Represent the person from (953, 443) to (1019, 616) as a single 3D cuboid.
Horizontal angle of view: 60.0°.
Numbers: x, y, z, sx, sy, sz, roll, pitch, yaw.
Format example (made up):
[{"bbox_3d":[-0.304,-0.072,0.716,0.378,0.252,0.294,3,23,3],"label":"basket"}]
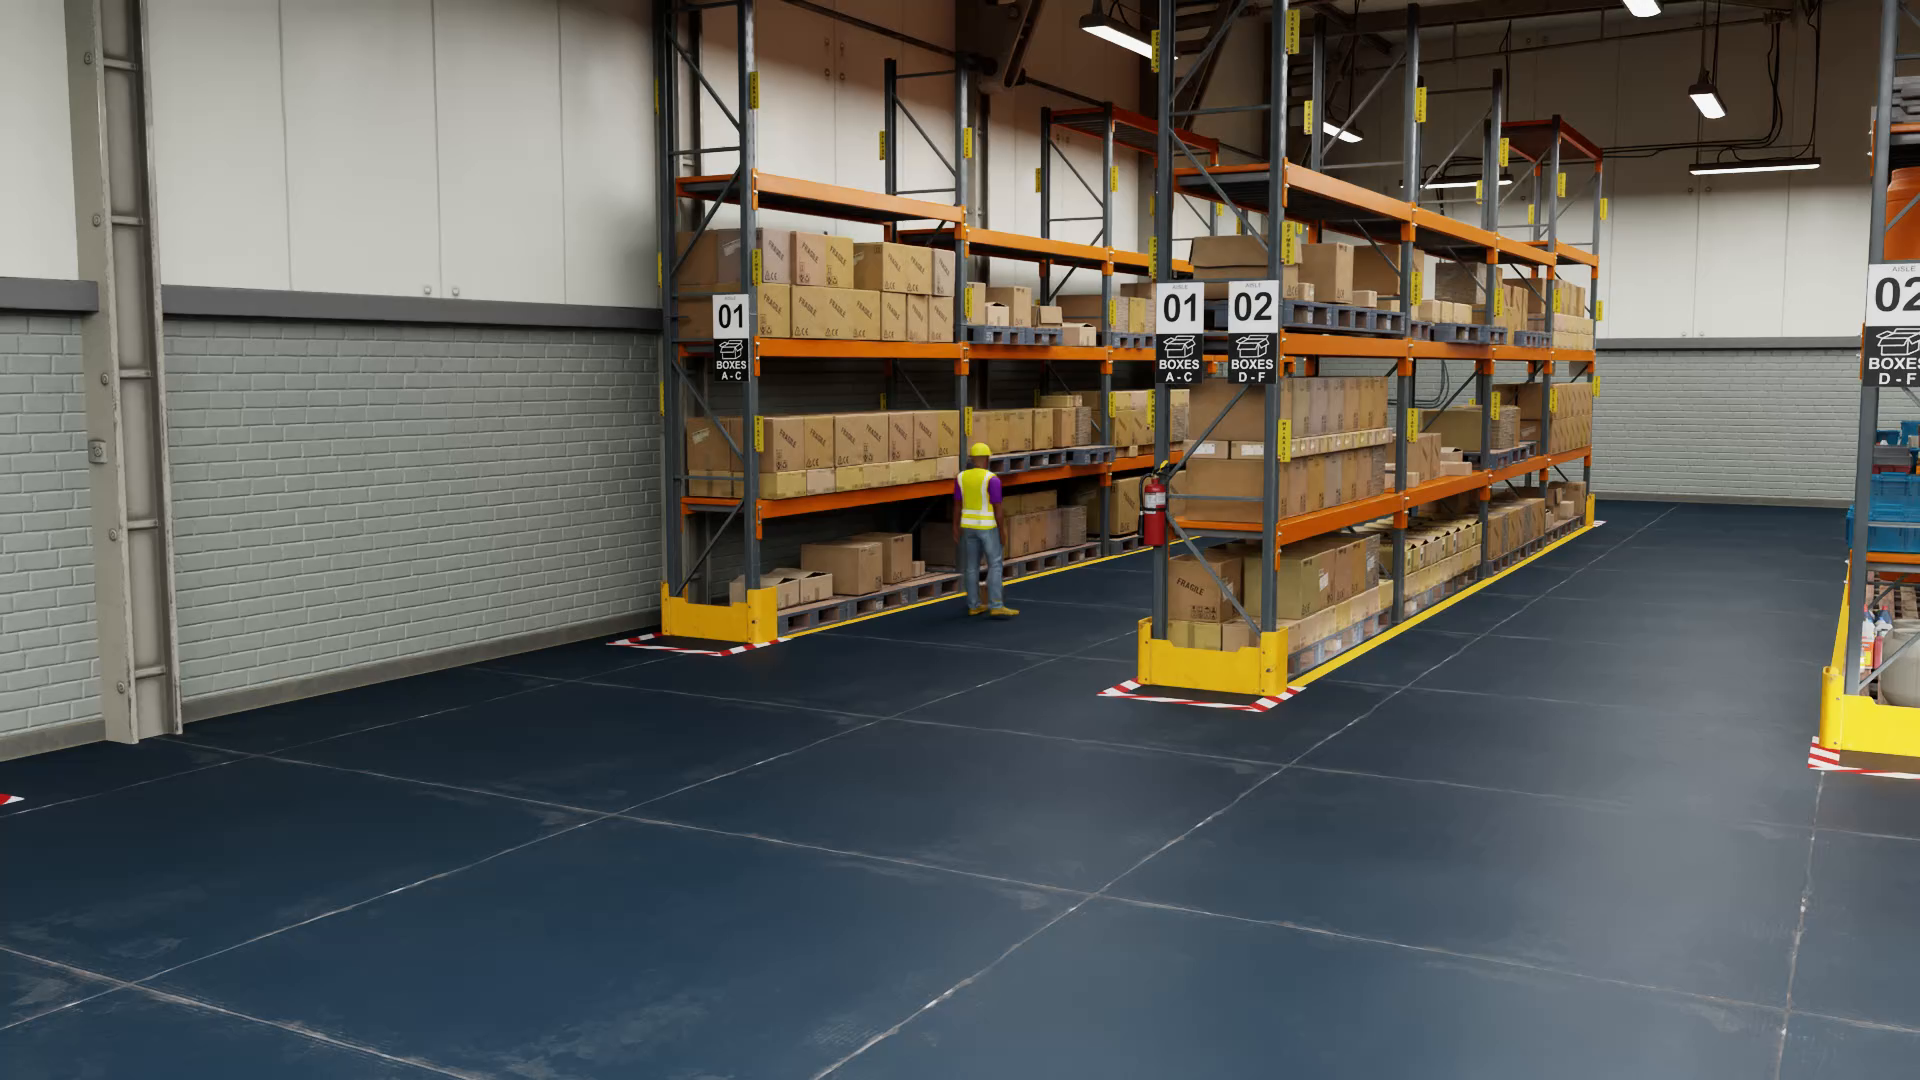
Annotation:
[{"bbox_3d":[0.269,-0.112,17.019,0.765,1.769,0.397,4,7,35],"label":"person"}]
